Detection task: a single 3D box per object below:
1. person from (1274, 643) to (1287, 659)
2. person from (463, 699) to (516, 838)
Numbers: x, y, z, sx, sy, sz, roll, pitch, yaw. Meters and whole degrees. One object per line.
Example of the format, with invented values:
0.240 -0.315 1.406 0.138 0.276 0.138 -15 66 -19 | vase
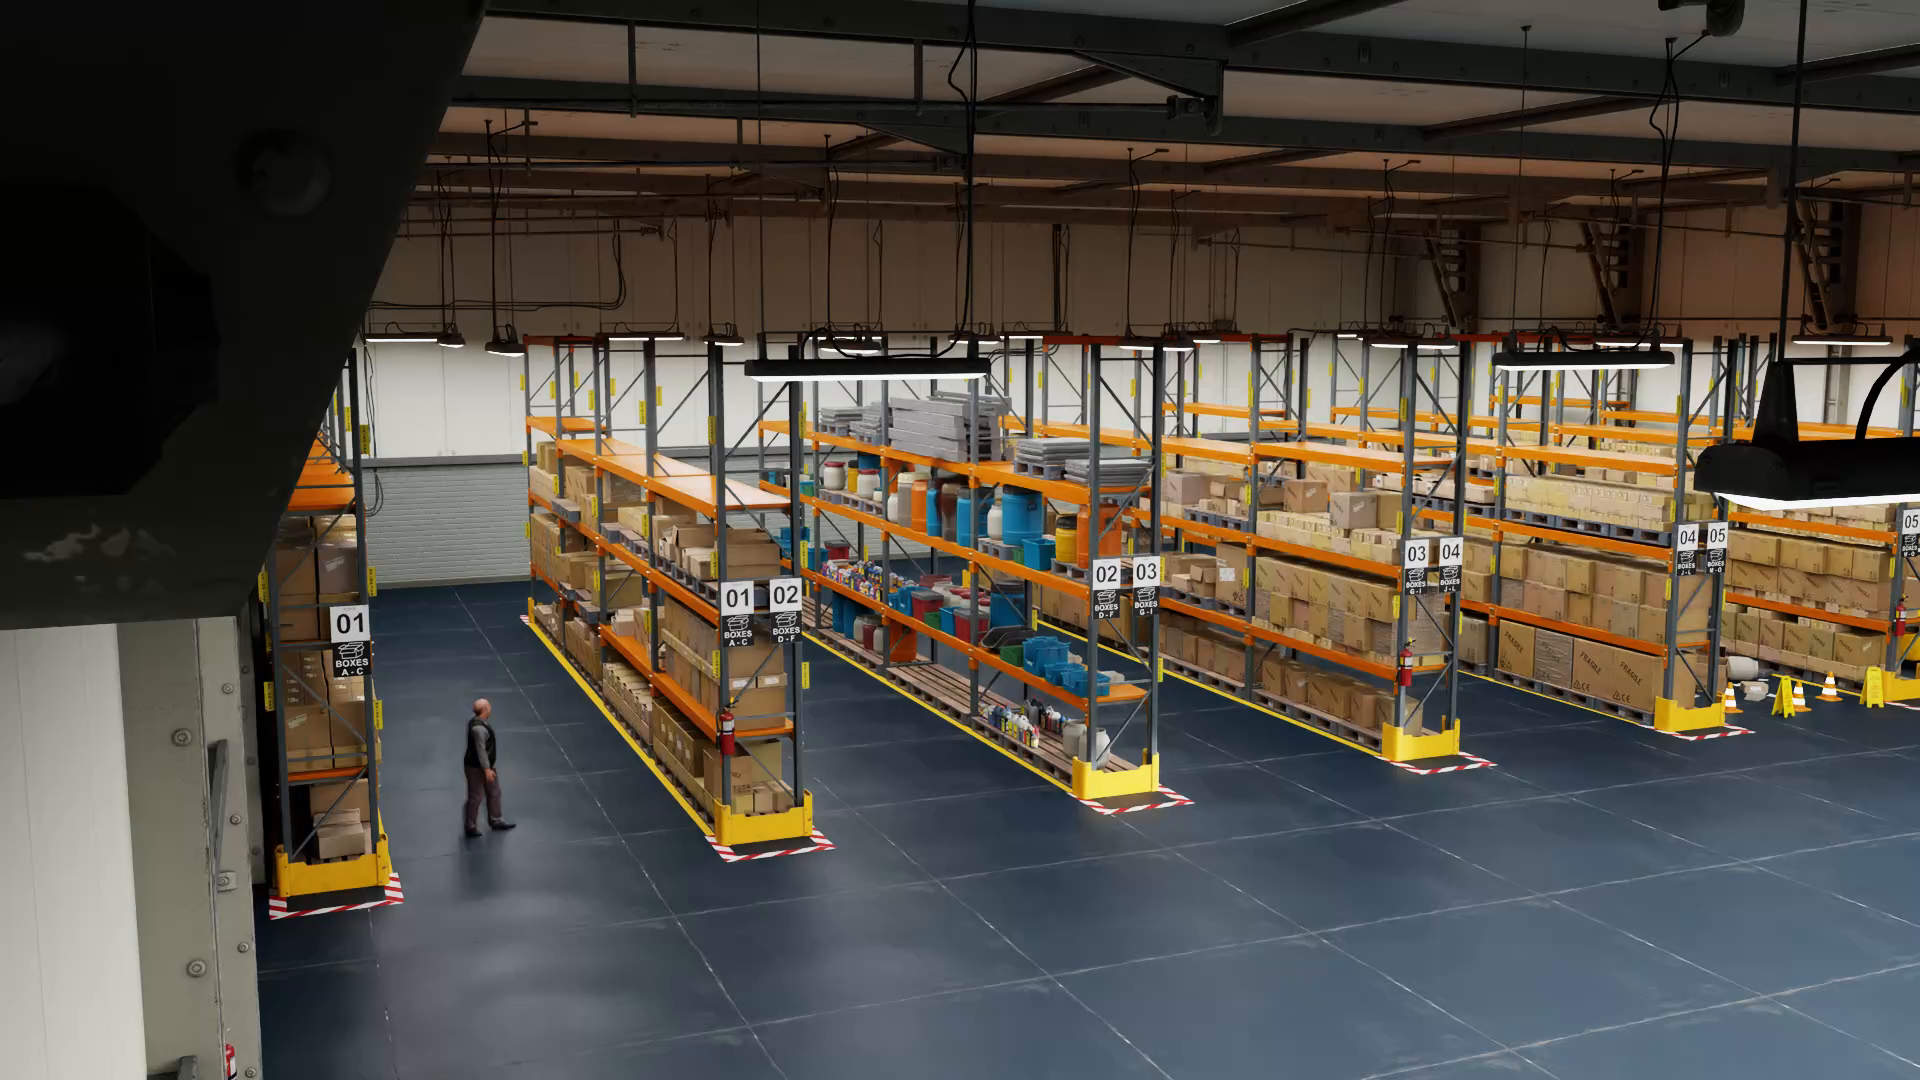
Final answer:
5.967 1.386 31.050 0.406 1.675 0.536 -2 8 -12 | person
-5.840 2.787 20.418 0.576 1.710 0.584 0 8 2 | person
